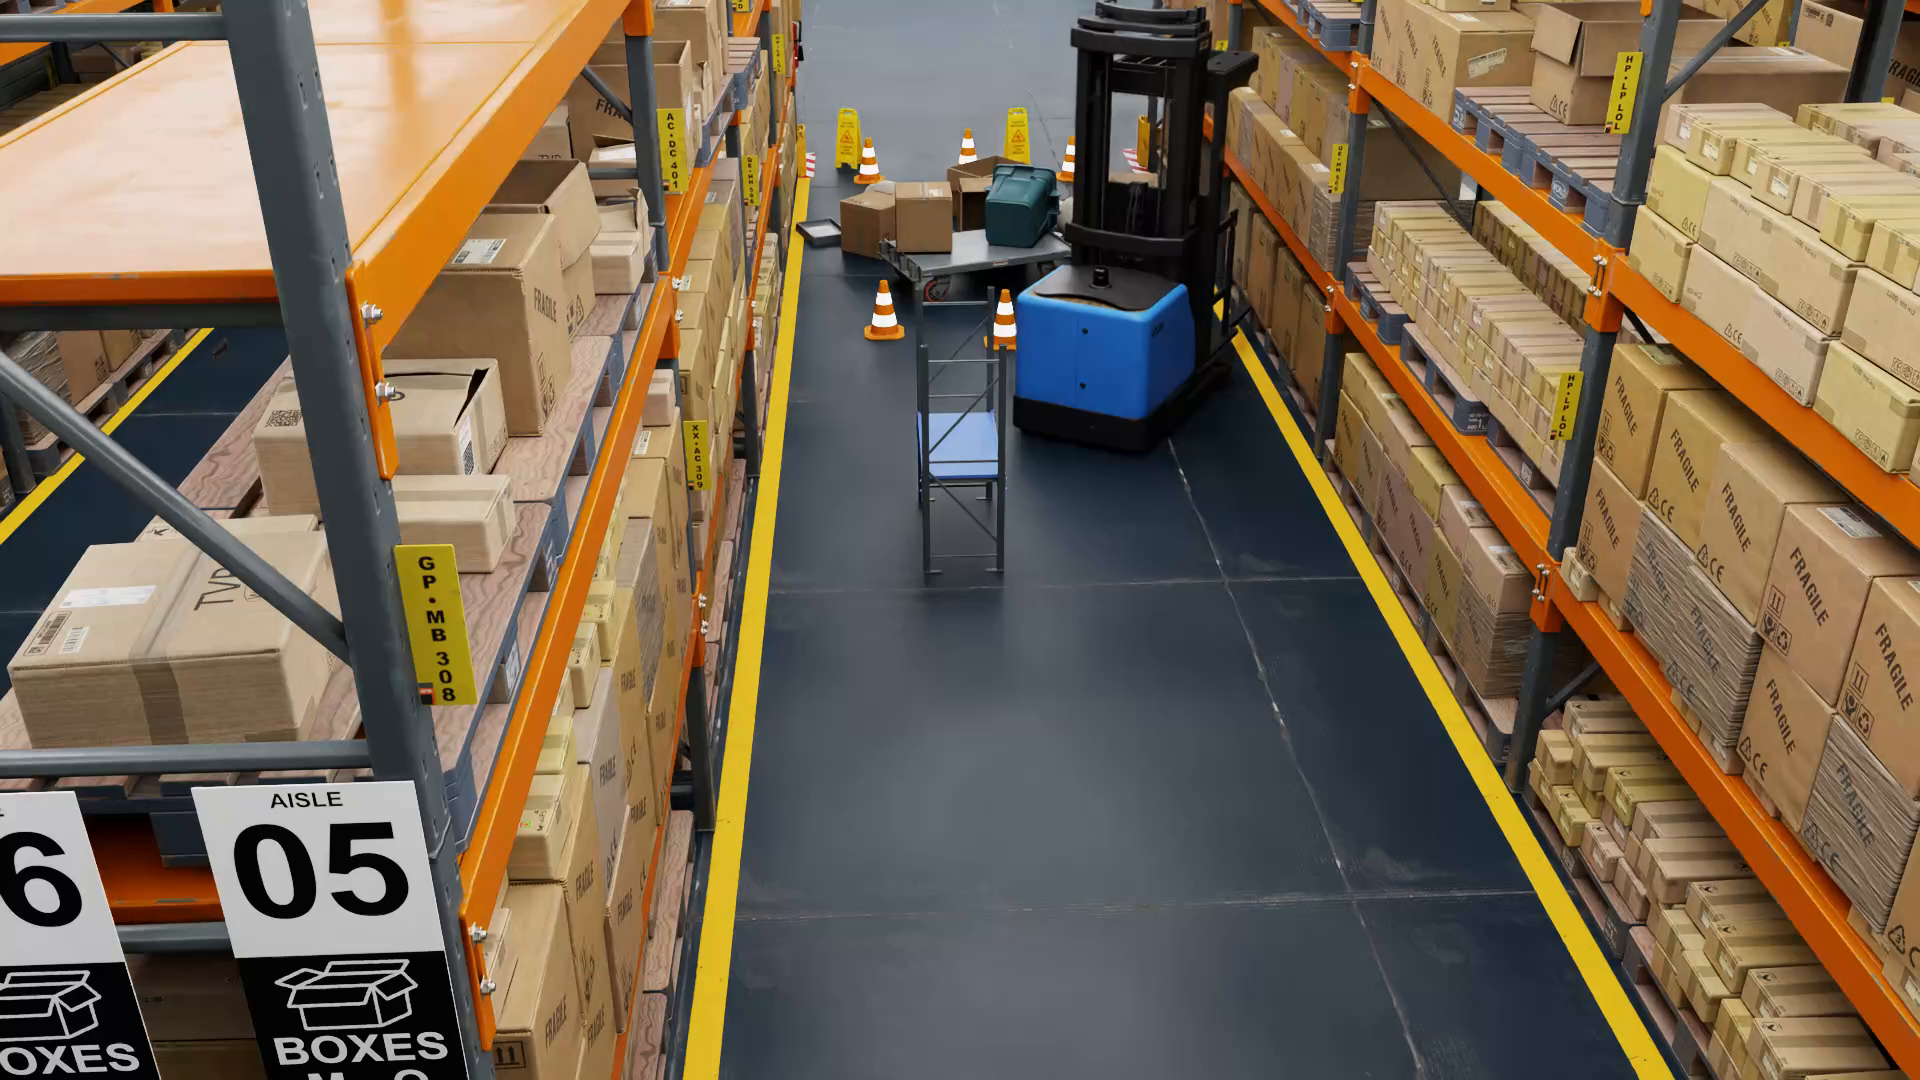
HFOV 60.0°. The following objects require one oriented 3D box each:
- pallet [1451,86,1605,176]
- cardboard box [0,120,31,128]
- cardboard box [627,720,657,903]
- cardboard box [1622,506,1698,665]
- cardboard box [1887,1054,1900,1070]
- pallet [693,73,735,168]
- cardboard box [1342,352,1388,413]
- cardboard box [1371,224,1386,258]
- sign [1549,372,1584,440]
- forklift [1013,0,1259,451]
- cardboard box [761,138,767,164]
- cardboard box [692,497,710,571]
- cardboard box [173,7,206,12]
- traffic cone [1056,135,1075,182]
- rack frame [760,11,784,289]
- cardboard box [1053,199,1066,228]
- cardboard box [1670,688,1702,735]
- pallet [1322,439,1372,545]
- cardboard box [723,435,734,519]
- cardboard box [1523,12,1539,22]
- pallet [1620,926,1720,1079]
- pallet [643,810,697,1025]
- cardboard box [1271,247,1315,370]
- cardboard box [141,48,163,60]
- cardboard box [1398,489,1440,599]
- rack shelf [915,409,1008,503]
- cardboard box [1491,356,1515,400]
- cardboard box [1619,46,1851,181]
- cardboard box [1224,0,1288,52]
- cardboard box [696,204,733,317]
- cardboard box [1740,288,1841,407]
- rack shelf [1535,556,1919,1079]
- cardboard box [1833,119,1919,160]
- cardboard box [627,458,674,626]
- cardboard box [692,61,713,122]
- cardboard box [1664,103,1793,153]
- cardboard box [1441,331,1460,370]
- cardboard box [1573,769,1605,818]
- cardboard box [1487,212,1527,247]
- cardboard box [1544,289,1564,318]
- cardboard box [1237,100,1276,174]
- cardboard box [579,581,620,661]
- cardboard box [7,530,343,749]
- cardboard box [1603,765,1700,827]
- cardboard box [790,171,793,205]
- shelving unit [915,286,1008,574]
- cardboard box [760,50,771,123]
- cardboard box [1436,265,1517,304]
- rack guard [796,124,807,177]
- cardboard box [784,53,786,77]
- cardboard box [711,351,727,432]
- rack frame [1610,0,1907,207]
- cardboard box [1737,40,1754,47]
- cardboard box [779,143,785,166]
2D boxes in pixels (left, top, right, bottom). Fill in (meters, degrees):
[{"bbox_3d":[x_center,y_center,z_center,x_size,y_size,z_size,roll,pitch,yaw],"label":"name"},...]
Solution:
[{"bbox_3d":[3.268,-2.110,8.511,1.213,0.211,1.003,-1,28,-3],"label":"pallet"},{"bbox_3d":[-7.244,-3.078,12.598,0.380,0.149,0.250,-2,28,-3],"label":"cardboard box"},{"bbox_3d":[-1.322,0.945,5.587,0.500,0.500,0.500,0,28,-1],"label":"cardboard box"},{"bbox_3d":[3.058,0.190,6.711,0.500,0.500,0.500,-1,28,-3],"label":"cardboard box"},{"bbox_3d":[3.616,1.968,6.039,0.380,0.149,0.250,-3,28,-5],"label":"cardboard box"},{"bbox_3d":[-1.748,-2.211,8.707,1.003,0.211,1.213,0,28,0],"label":"pallet"},{"bbox_3d":[2.836,-1.030,10.919,0.500,0.250,0.500,-3,28,-5],"label":"cardboard box"},{"bbox_3d":[2.867,-1.922,10.688,0.380,0.149,0.250,0,28,0],"label":"cardboard box"},{"bbox_3d":[2.697,-0.595,7.395,0.100,0.325,0.005,-1,28,-3],"label":"sign"},{"bbox_3d":[1.514,-2.584,12.535,1.130,2.935,3.031,14,30,24],"label":"forklift"},{"bbox_3d":[-1.740,-3.111,13.288,0.380,0.149,0.250,-1,28,-2],"label":"cardboard box"},{"bbox_3d":[-1.446,-0.073,7.809,0.500,0.250,0.500,-2,28,-4],"label":"cardboard box"},{"bbox_3d":[-7.506,-5.051,16.060,0.380,0.149,0.250,-2,28,-4],"label":"cardboard box"},{"bbox_3d":[1.234,-4.234,18.367,0.336,0.463,0.334,-1,28,-3],"label":"traffic cone"},{"bbox_3d":[-2.105,-3.625,14.456,1.000,3.000,0.127,-1,28,-3],"label":"rack frame"},{"bbox_3d":[0.904,-3.328,16.844,0.396,0.266,0.258,3,28,6],"label":"cardboard box"},{"bbox_3d":[3.049,0.637,6.557,0.380,0.149,0.250,-1,28,-2],"label":"cardboard box"},{"bbox_3d":[3.081,-0.346,11.186,1.003,0.211,1.213,-1,28,-3],"label":"pallet"},{"bbox_3d":[-1.943,-0.701,10.693,0.875,0.875,0.875,-2,28,-3],"label":"cardboard box"},{"bbox_3d":[3.387,-2.599,9.137,0.500,0.500,0.500,-1,28,-3],"label":"cardboard box"},{"bbox_3d":[3.388,2.014,6.660,1.003,0.211,1.213,-1,28,-3],"label":"pallet"},{"bbox_3d":[-1.726,1.659,7.341,1.003,0.211,1.213,-1,28,-3],"label":"pallet"},{"bbox_3d":[3.051,-1.820,12.974,1.050,0.750,0.750,-1,28,-2],"label":"cardboard box"},{"bbox_3d":[-6.782,-4.121,14.277,0.380,0.149,0.250,-1,28,-2],"label":"cardboard box"},{"bbox_3d":[2.912,0.016,9.725,0.500,0.500,0.500,-2,28,-4],"label":"cardboard box"},{"bbox_3d":[-0.004,-0.545,10.562,0.538,0.185,1.000,-1,28,-3],"label":"rack shelf"},{"bbox_3d":[2.989,-0.845,8.622,0.380,0.149,0.250,-2,28,-4],"label":"cardboard box"},{"bbox_3d":[3.341,-1.835,7.218,0.700,0.500,0.500,-1,28,-3],"label":"cardboard box"},{"bbox_3d":[2.848,-4.507,14.819,0.875,0.550,0.550,-1,28,-3],"label":"cardboard box"},{"bbox_3d":[-1.553,-1.567,9.321,0.500,0.500,0.500,-1,28,-3],"label":"cardboard box"},{"bbox_3d":[3.054,-0.668,5.705,0.500,0.250,0.500,0,28,0],"label":"cardboard box"},{"bbox_3d":[3.355,1.146,6.087,1.077,0.370,4.000,-1,28,-3],"label":"rack shelf"},{"bbox_3d":[3.564,-1.499,6.326,0.380,0.149,0.250,-1,28,-1],"label":"cardboard box"},{"bbox_3d":[-1.368,0.028,6.264,0.500,0.500,0.500,-2,28,-3],"label":"cardboard box"},{"bbox_3d":[-1.433,-2.239,8.247,0.396,0.266,0.258,1,28,2],"label":"cardboard box"},{"bbox_3d":[3.024,-1.618,6.556,0.380,0.149,0.250,-2,28,-4],"label":"cardboard box"},{"bbox_3d":[2.947,-1.075,9.384,0.380,0.149,0.250,-2,28,-4],"label":"cardboard box"},{"bbox_3d":[3.053,1.139,7.629,0.380,0.149,0.250,-1,28,-2],"label":"cardboard box"},{"bbox_3d":[3.536,-1.951,10.421,0.380,0.149,0.250,-2,28,-3],"label":"cardboard box"},{"bbox_3d":[3.592,-1.338,9.567,0.380,0.149,0.250,-1,28,-1],"label":"cardboard box"},{"bbox_3d":[2.619,-3.353,13.827,0.500,0.500,0.500,-1,28,-2],"label":"cardboard box"},{"bbox_3d":[-1.259,0.254,5.129,0.380,0.149,0.250,-2,28,-4],"label":"cardboard box"},{"bbox_3d":[-1.592,0.217,3.446,0.500,0.250,0.500,-4,28,-7],"label":"cardboard box"},{"bbox_3d":[3.080,1.126,7.333,0.380,0.149,0.250,-2,28,-3],"label":"cardboard box"},{"bbox_3d":[-1.951,-3.591,16.911,0.500,0.250,0.500,-2,28,-4],"label":"cardboard box"},{"bbox_3d":[-0.004,-0.704,10.479,0.538,1.500,1.048,-1,28,-3],"label":"shelving unit"},{"bbox_3d":[-1.852,-3.779,13.869,0.500,0.500,0.500,-2,28,-4],"label":"cardboard box"},{"bbox_3d":[2.943,-1.457,9.475,0.380,0.149,0.250,-1,28,-1],"label":"cardboard box"},{"bbox_3d":[-2.310,-4.329,18.509,1.175,0.500,0.348,-1,28,-3],"label":"rack guard"},{"bbox_3d":[-1.958,-4.707,16.102,0.500,0.500,0.500,-1,28,-2],"label":"cardboard box"},{"bbox_3d":[-1.484,-0.769,8.603,0.500,0.250,0.500,-1,28,-2],"label":"cardboard box"},{"bbox_3d":[3.251,-2.756,6.304,1.000,3.000,0.127,-1,28,-3],"label":"rack frame"},{"bbox_3d":[7.839,-4.481,15.669,0.875,0.500,0.500,-1,28,-3],"label":"cardboard box"},{"bbox_3d":[-1.813,-3.550,15.320,0.380,0.149,0.250,-1,28,-2],"label":"cardboard box"}]
